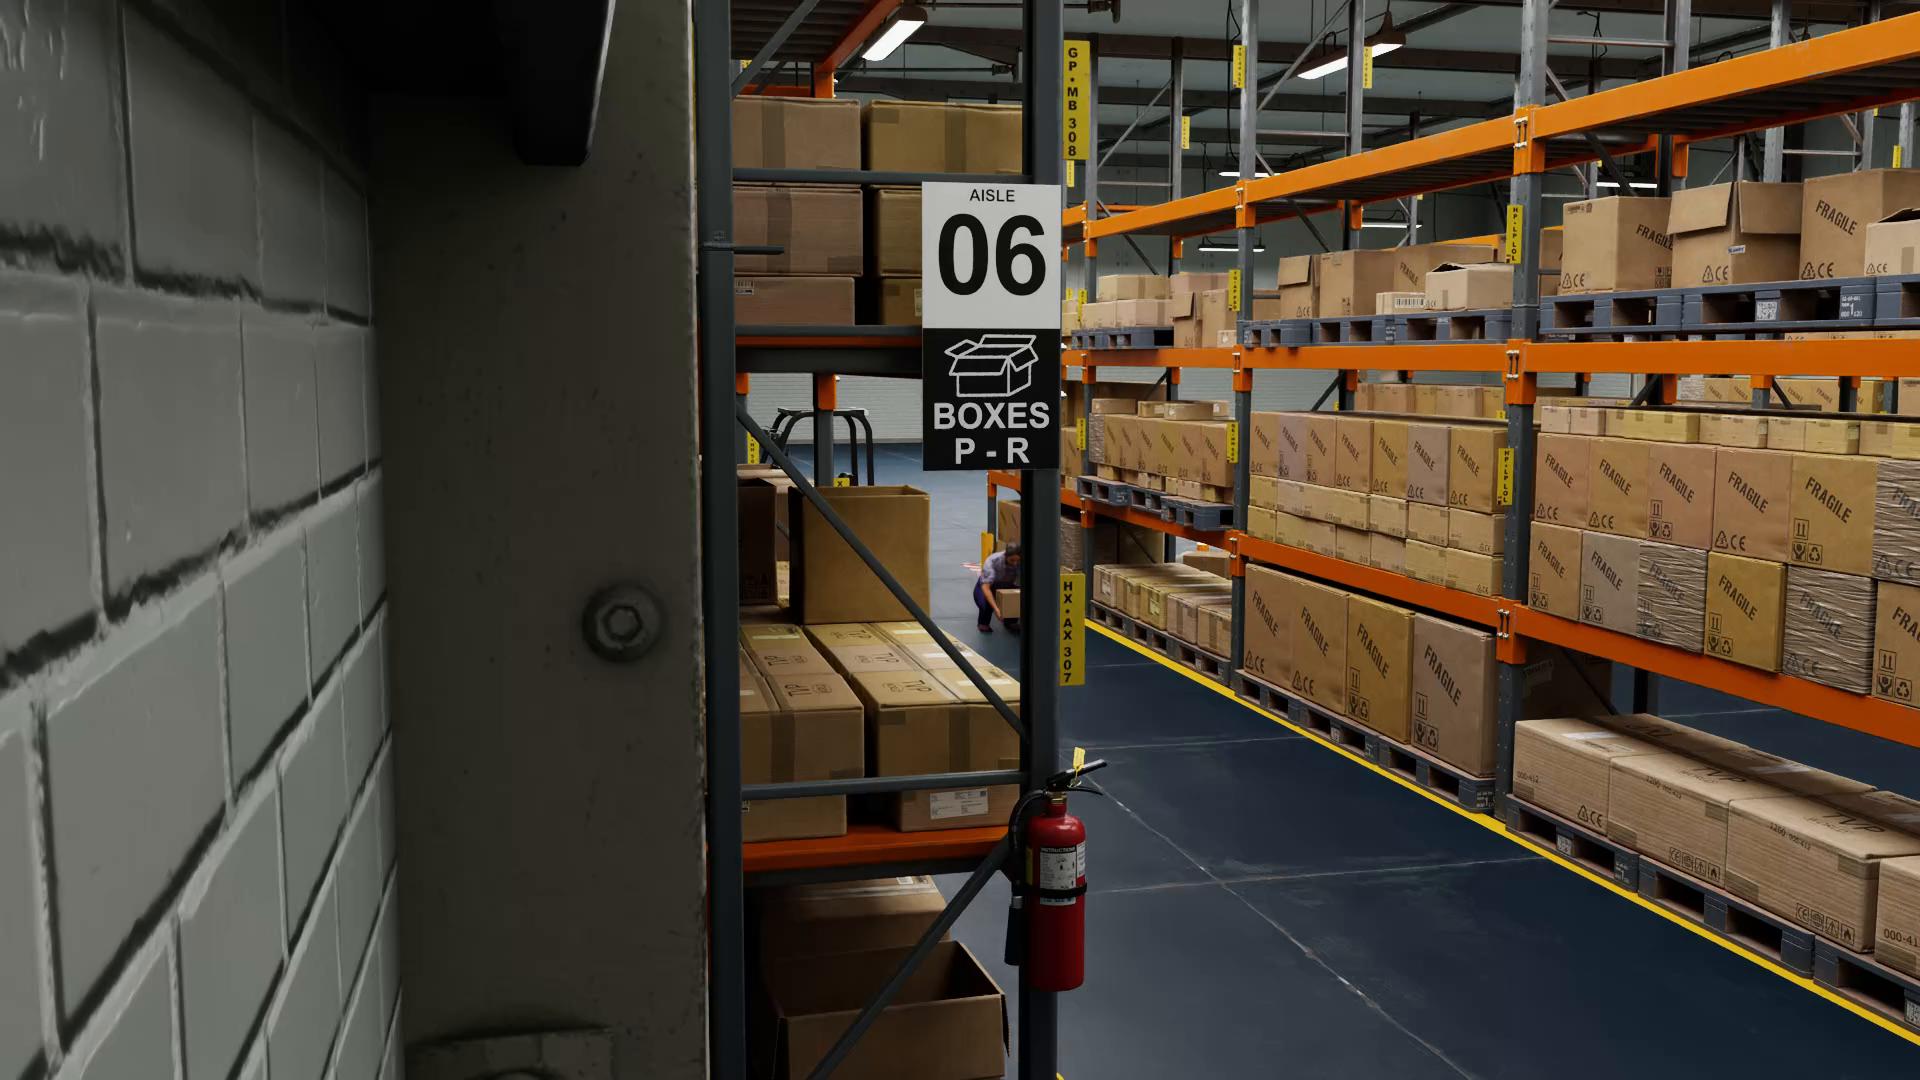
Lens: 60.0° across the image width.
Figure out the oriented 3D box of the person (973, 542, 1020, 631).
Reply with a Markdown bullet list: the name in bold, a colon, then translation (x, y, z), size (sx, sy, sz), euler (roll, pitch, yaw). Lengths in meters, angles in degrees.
- **person**: translation (0.425, 0.459, 16.634), size (0.529, 0.929, 0.818), euler (-2, 6, -14)
